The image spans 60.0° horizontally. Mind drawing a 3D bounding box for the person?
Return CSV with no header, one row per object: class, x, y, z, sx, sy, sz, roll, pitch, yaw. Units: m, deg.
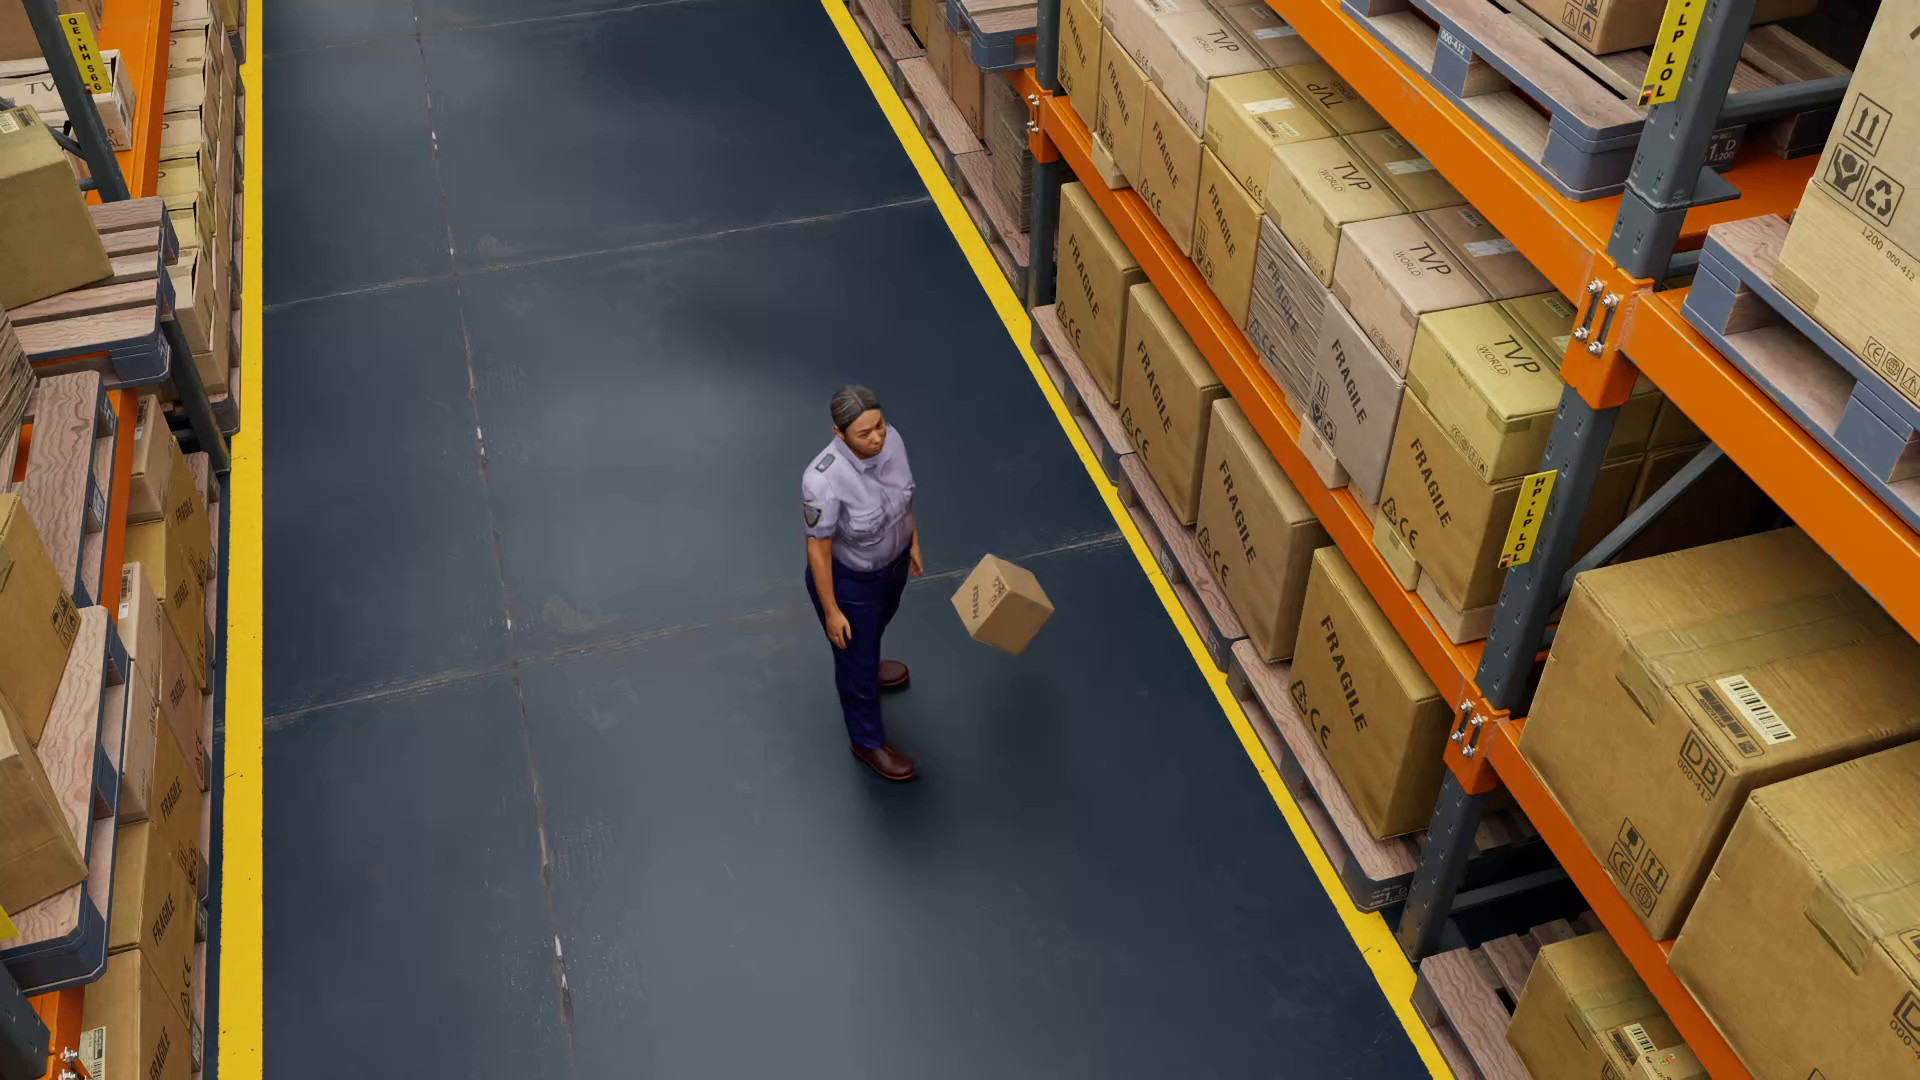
person,-0.329,0.125,6.025,0.558,1.644,0.602,24,47,24
